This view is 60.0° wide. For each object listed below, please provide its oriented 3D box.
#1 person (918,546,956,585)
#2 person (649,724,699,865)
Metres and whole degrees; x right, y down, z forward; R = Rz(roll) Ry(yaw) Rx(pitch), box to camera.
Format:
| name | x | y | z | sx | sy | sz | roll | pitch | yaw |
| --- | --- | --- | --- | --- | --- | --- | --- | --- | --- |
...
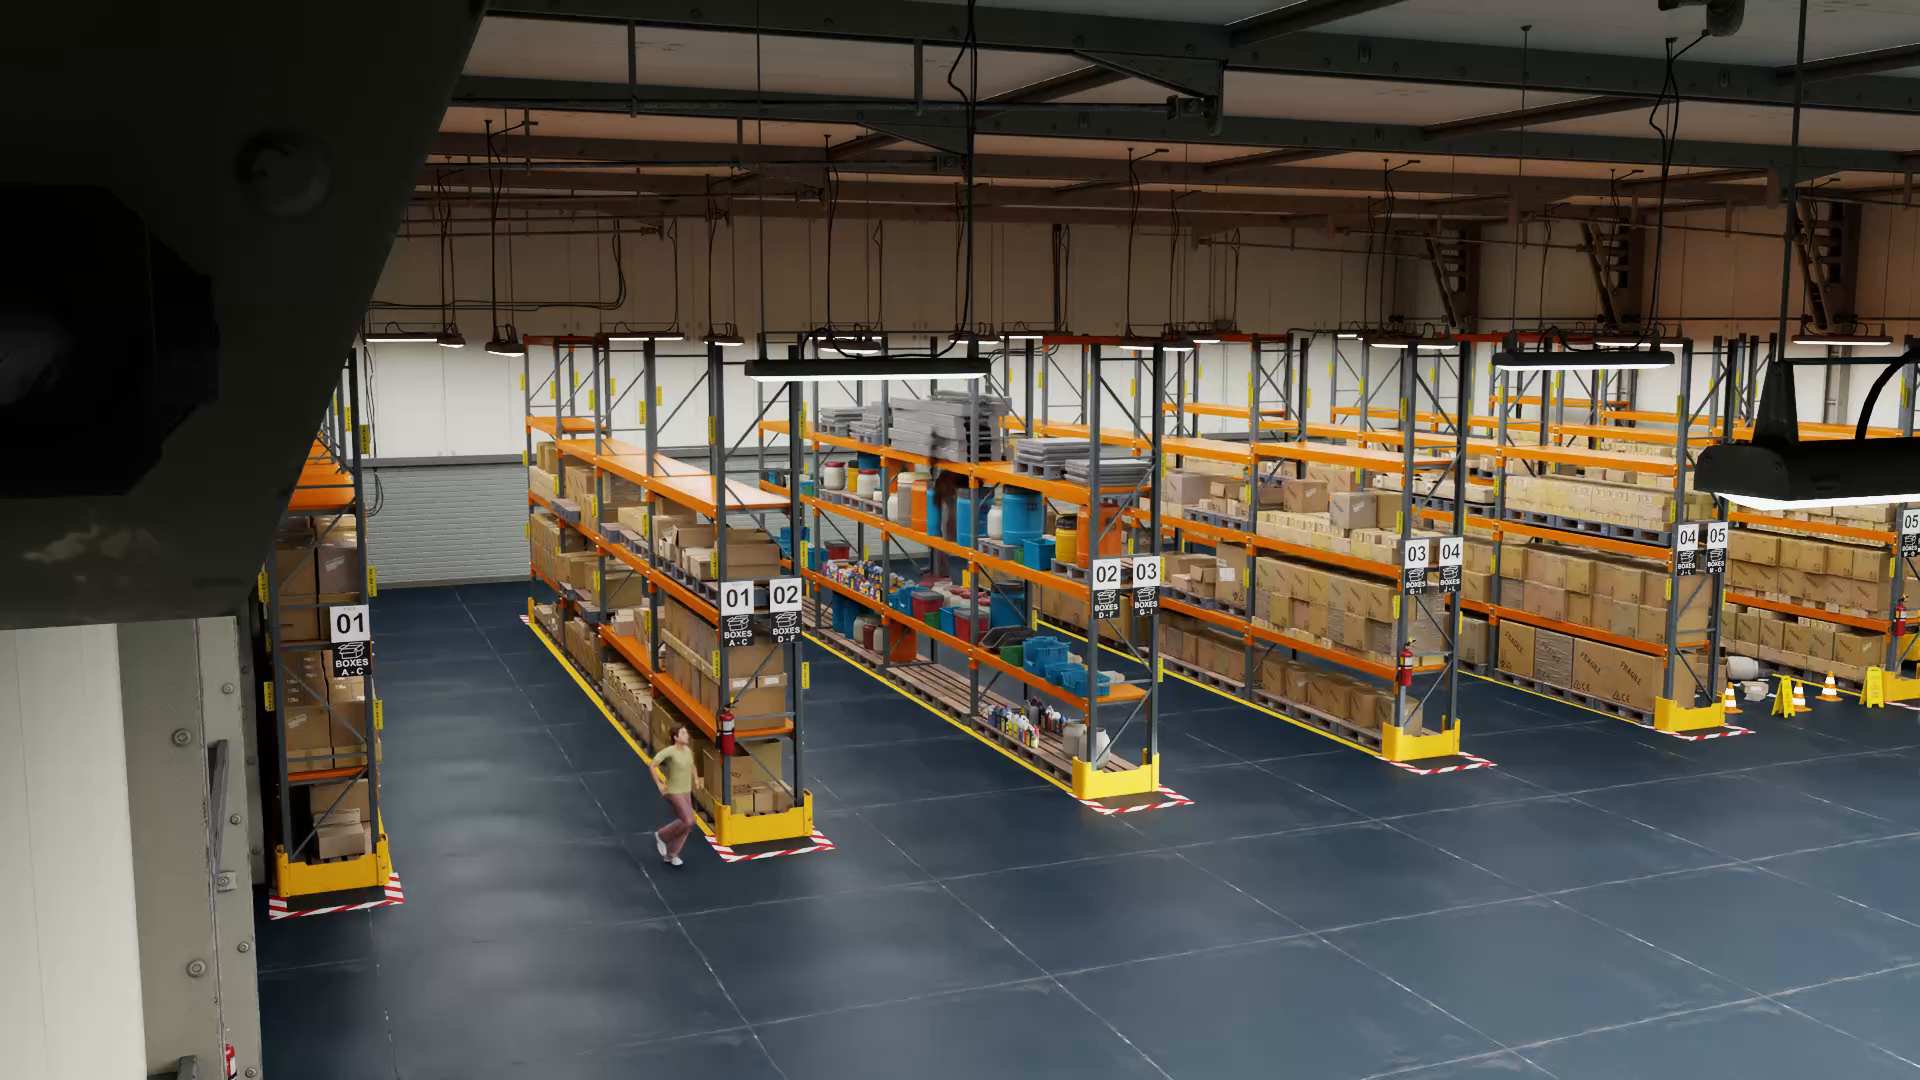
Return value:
| name | x | y | z | sx | sy | sz | roll | pitch | yaw |
| --- | --- | --- | --- | --- | --- | --- | --- | --- | --- |
| person | -0.542 | 0.244 | 39.438 | 0.897 | 1.698 | 0.668 | -2 | 8 | -17 |
| person | -3.257 | 2.963 | 19.463 | 0.517 | 1.615 | 0.625 | 4 | 9 | 28 |
